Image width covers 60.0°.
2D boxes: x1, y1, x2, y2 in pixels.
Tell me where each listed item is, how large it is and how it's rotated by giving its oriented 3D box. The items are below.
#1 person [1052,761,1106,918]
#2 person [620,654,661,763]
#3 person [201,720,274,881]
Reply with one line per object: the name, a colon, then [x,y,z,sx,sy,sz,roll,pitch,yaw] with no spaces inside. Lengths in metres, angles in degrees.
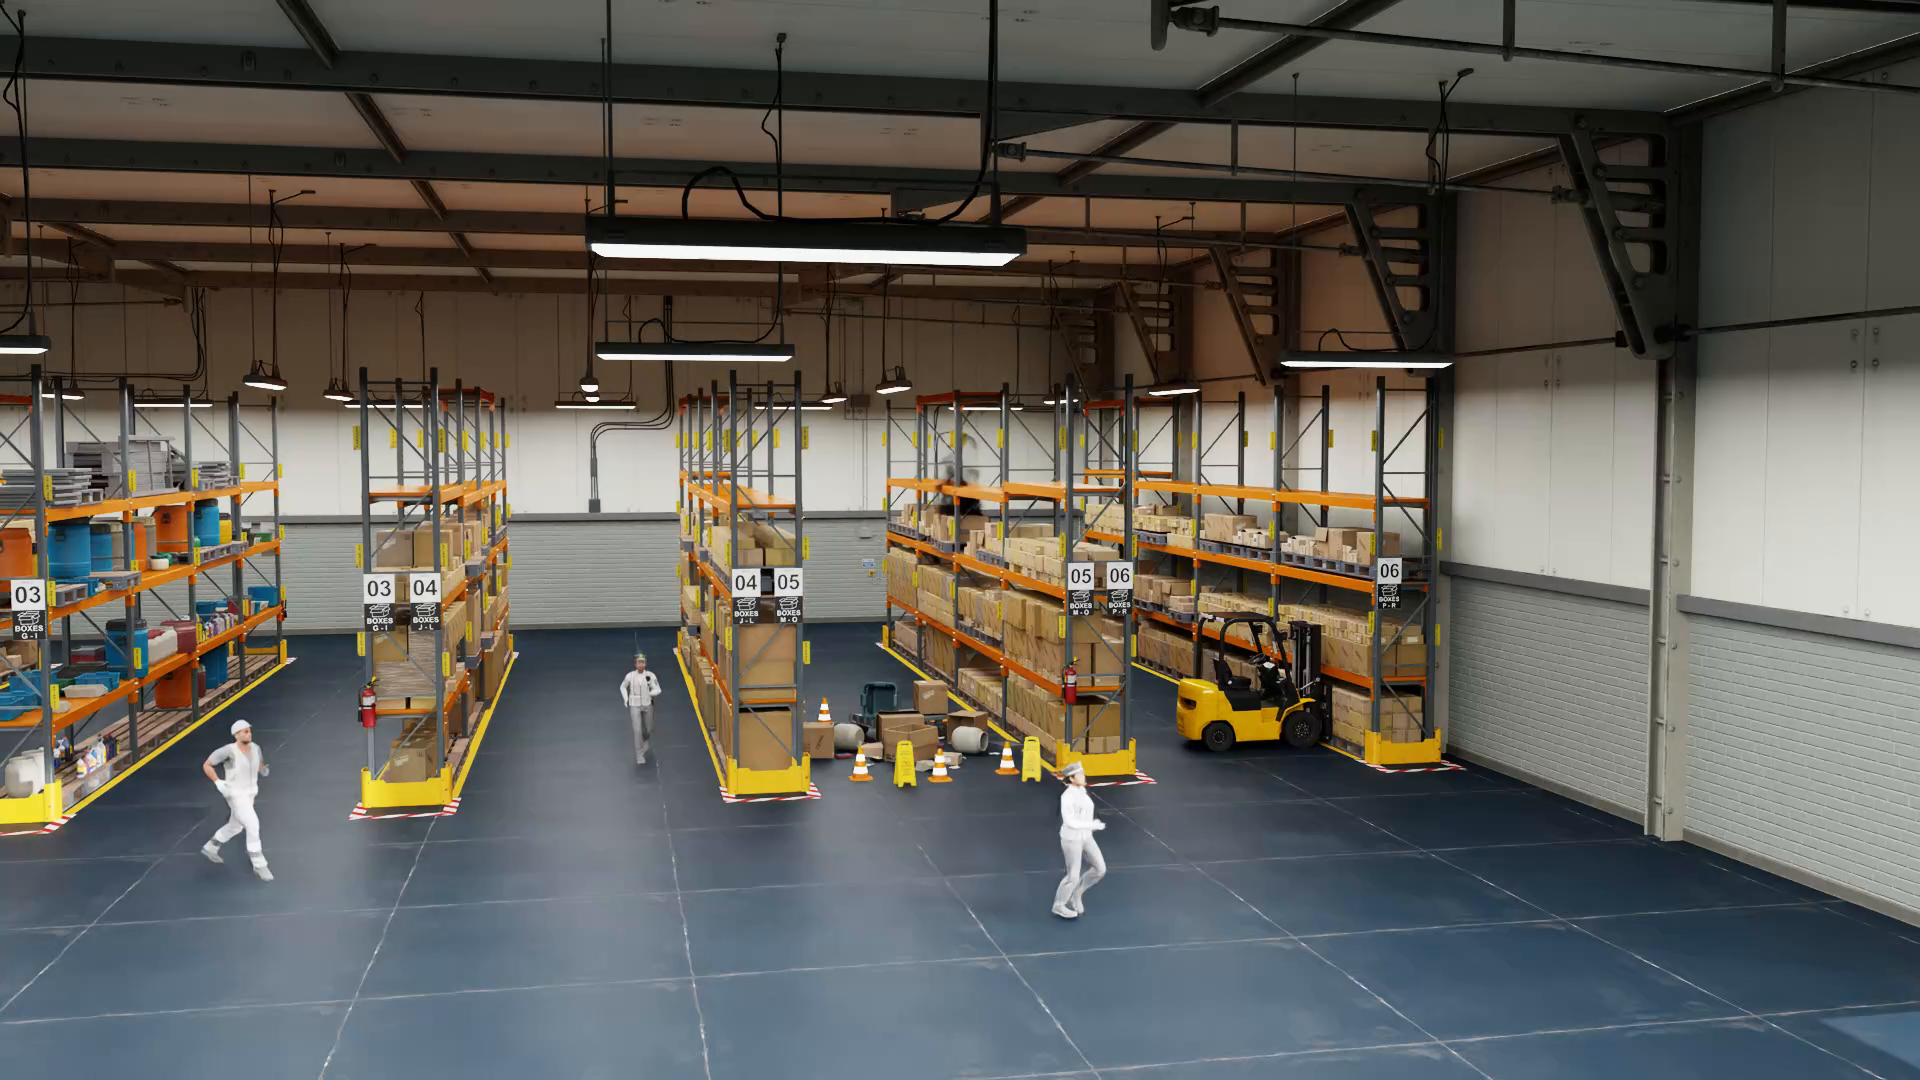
person: [1.259,3.122,17.356,0.619,1.659,0.590,2,4,32]
person: [-4.999,2.605,26.049,0.624,1.669,0.856,-1,4,-15]
person: [-8.310,2.978,19.179,1.048,1.827,0.621,1,3,13]
